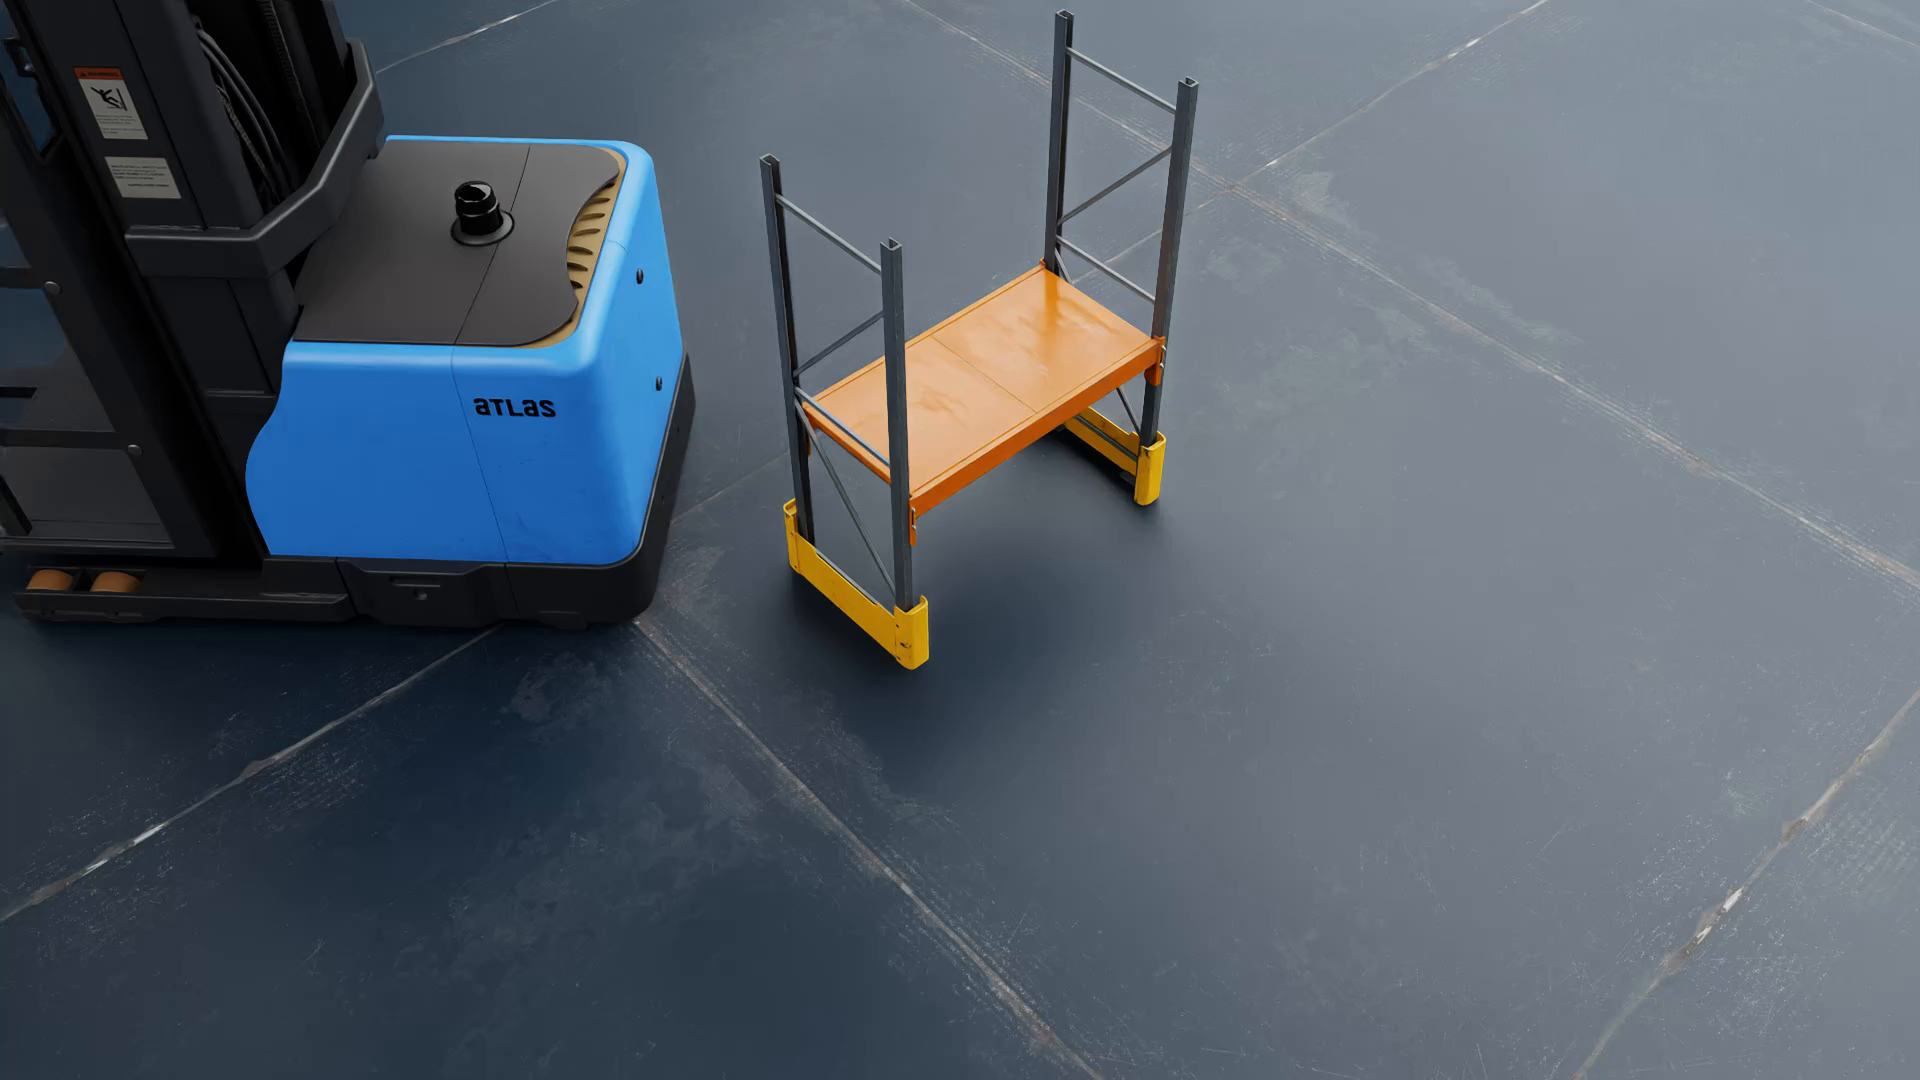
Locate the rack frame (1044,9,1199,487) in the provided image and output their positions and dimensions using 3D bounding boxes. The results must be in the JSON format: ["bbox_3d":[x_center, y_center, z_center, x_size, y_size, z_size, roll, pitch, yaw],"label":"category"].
[{"bbox_3d":[0.439,-0.802,4.970,0.032,1.500,0.500,-34,56,-27],"label":"rack frame"}]

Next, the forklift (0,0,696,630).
[{"bbox_3d":[-2.415,-1.129,4.298,3.031,2.935,1.130,2,47,2],"label":"forklift"}]

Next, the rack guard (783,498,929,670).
[{"bbox_3d":[-0.312,0.124,4.966,0.087,0.250,0.587,-34,56,-27],"label":"rack guard"}]

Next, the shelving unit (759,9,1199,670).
[{"bbox_3d":[0.056,-0.546,4.734,1.083,1.500,0.587,-34,56,-27],"label":"shelving unit"}]

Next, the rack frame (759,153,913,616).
[{"bbox_3d":[-0.313,-0.299,4.506,0.032,1.500,0.500,-34,56,-27],"label":"rack frame"}]

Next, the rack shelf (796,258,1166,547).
[{"bbox_3d":[0.063,-0.429,4.870,1.000,0.185,0.538,-34,56,-27],"label":"rack shelf"}]

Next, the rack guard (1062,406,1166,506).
[{"bbox_3d":[0.425,-0.369,5.420,0.087,0.250,0.587,-34,56,-27],"label":"rack guard"}]
